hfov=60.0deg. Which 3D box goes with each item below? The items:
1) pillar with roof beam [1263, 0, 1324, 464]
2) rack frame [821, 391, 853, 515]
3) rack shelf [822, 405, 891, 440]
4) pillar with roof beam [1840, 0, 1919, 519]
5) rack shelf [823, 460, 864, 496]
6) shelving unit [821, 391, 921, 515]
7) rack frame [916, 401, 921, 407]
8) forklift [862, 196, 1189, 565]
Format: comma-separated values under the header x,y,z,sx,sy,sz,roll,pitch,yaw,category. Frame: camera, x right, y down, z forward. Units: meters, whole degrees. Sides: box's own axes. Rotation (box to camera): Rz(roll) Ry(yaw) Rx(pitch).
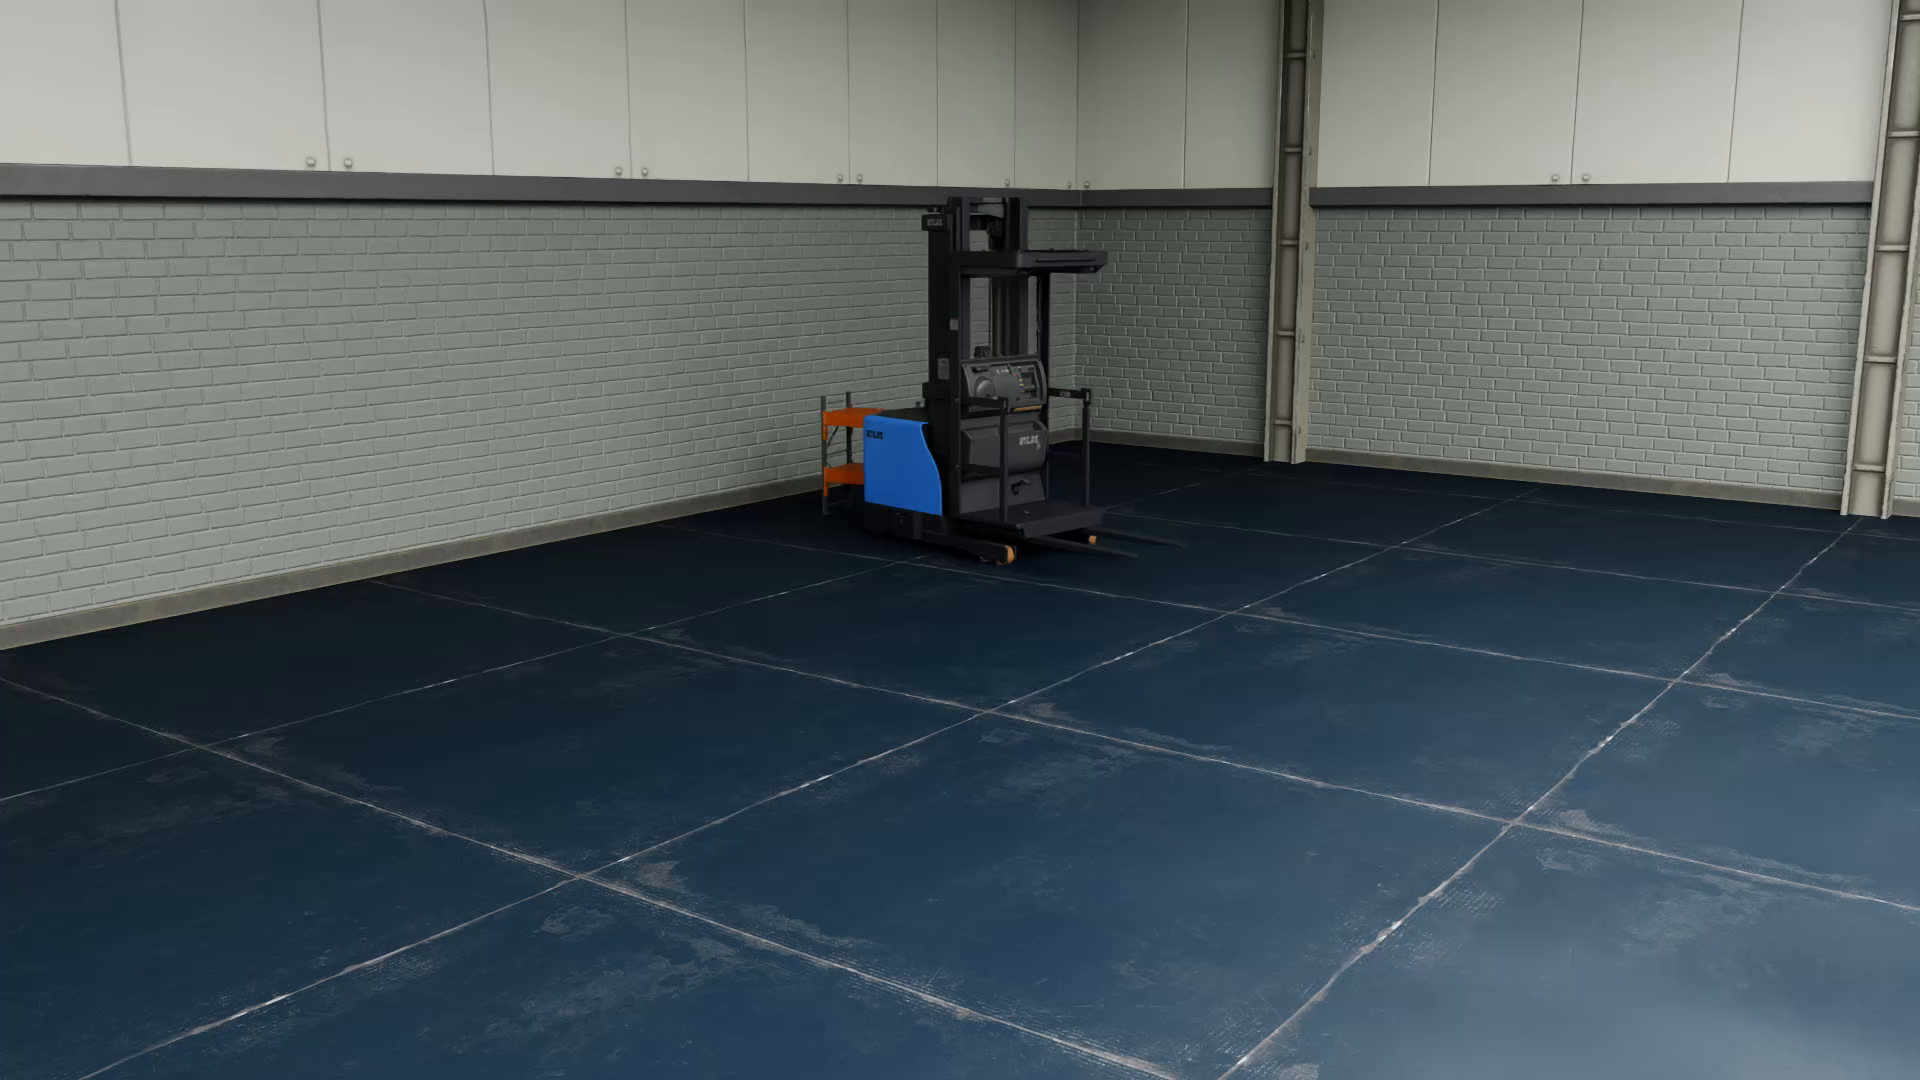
x,y,z,sx,sy,sz,roll,pitch,yaw,category
1.216,-4.676,15.010,0.400,9.000,9.100,8,13,36,pillar with roof beam
-1.177,-0.834,15.880,0.032,1.125,0.500,6,12,27,rack frame
-0.725,-1.077,15.594,1.000,0.278,0.538,6,12,27,rack shelf
6.052,-4.002,11.524,0.400,9.000,9.100,8,13,36,pillar with roof beam
-0.725,-0.550,15.696,1.000,0.278,0.538,6,12,27,rack shelf
-0.725,-0.790,15.650,1.048,1.125,0.538,6,12,27,shelving unit
-0.274,-0.745,15.420,0.032,1.125,0.500,6,12,27,rack frame
0.521,-1.343,13.755,1.130,2.935,3.031,-10,15,-43,forklift
